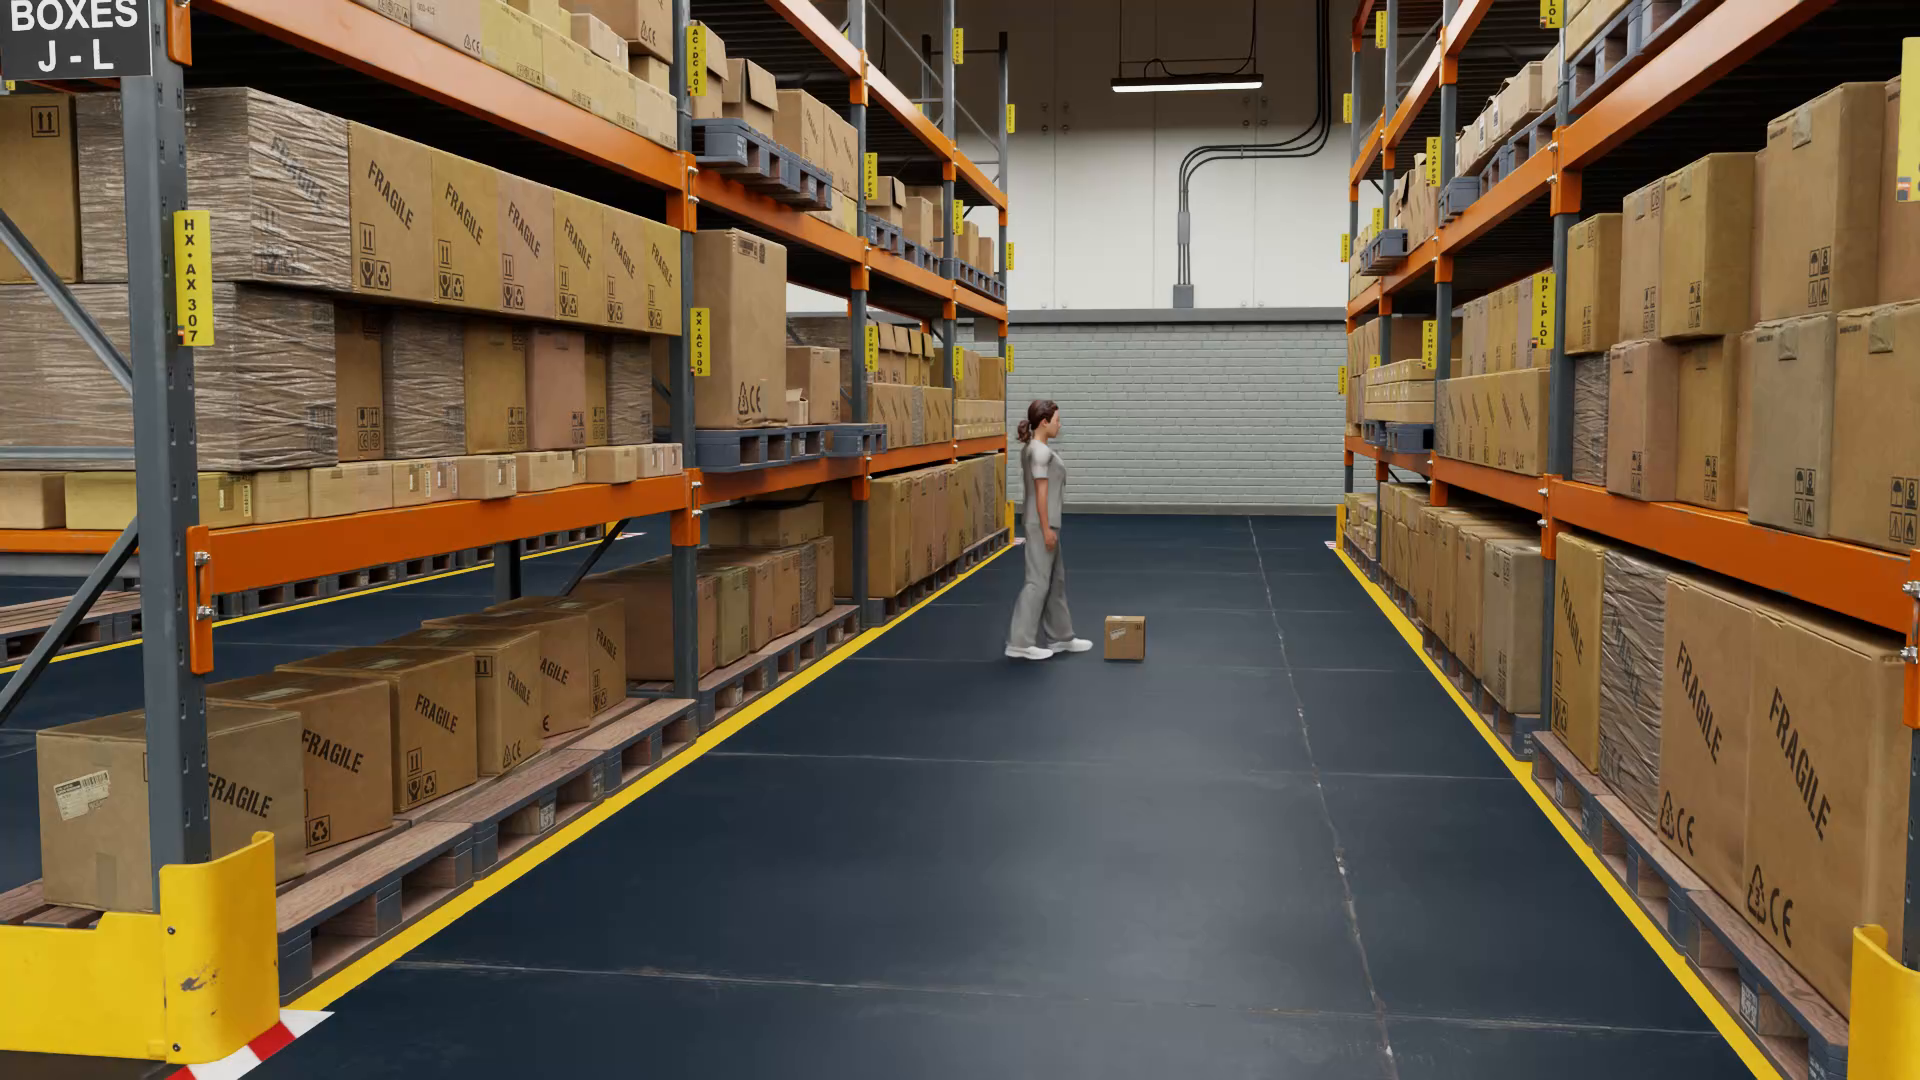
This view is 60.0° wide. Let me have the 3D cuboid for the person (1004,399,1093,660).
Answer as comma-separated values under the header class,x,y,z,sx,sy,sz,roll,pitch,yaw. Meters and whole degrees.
class,x,y,z,sx,sy,sz,roll,pitch,yaw
person,0.584,-0.067,10.787,0.624,1.651,0.458,0,5,-6
